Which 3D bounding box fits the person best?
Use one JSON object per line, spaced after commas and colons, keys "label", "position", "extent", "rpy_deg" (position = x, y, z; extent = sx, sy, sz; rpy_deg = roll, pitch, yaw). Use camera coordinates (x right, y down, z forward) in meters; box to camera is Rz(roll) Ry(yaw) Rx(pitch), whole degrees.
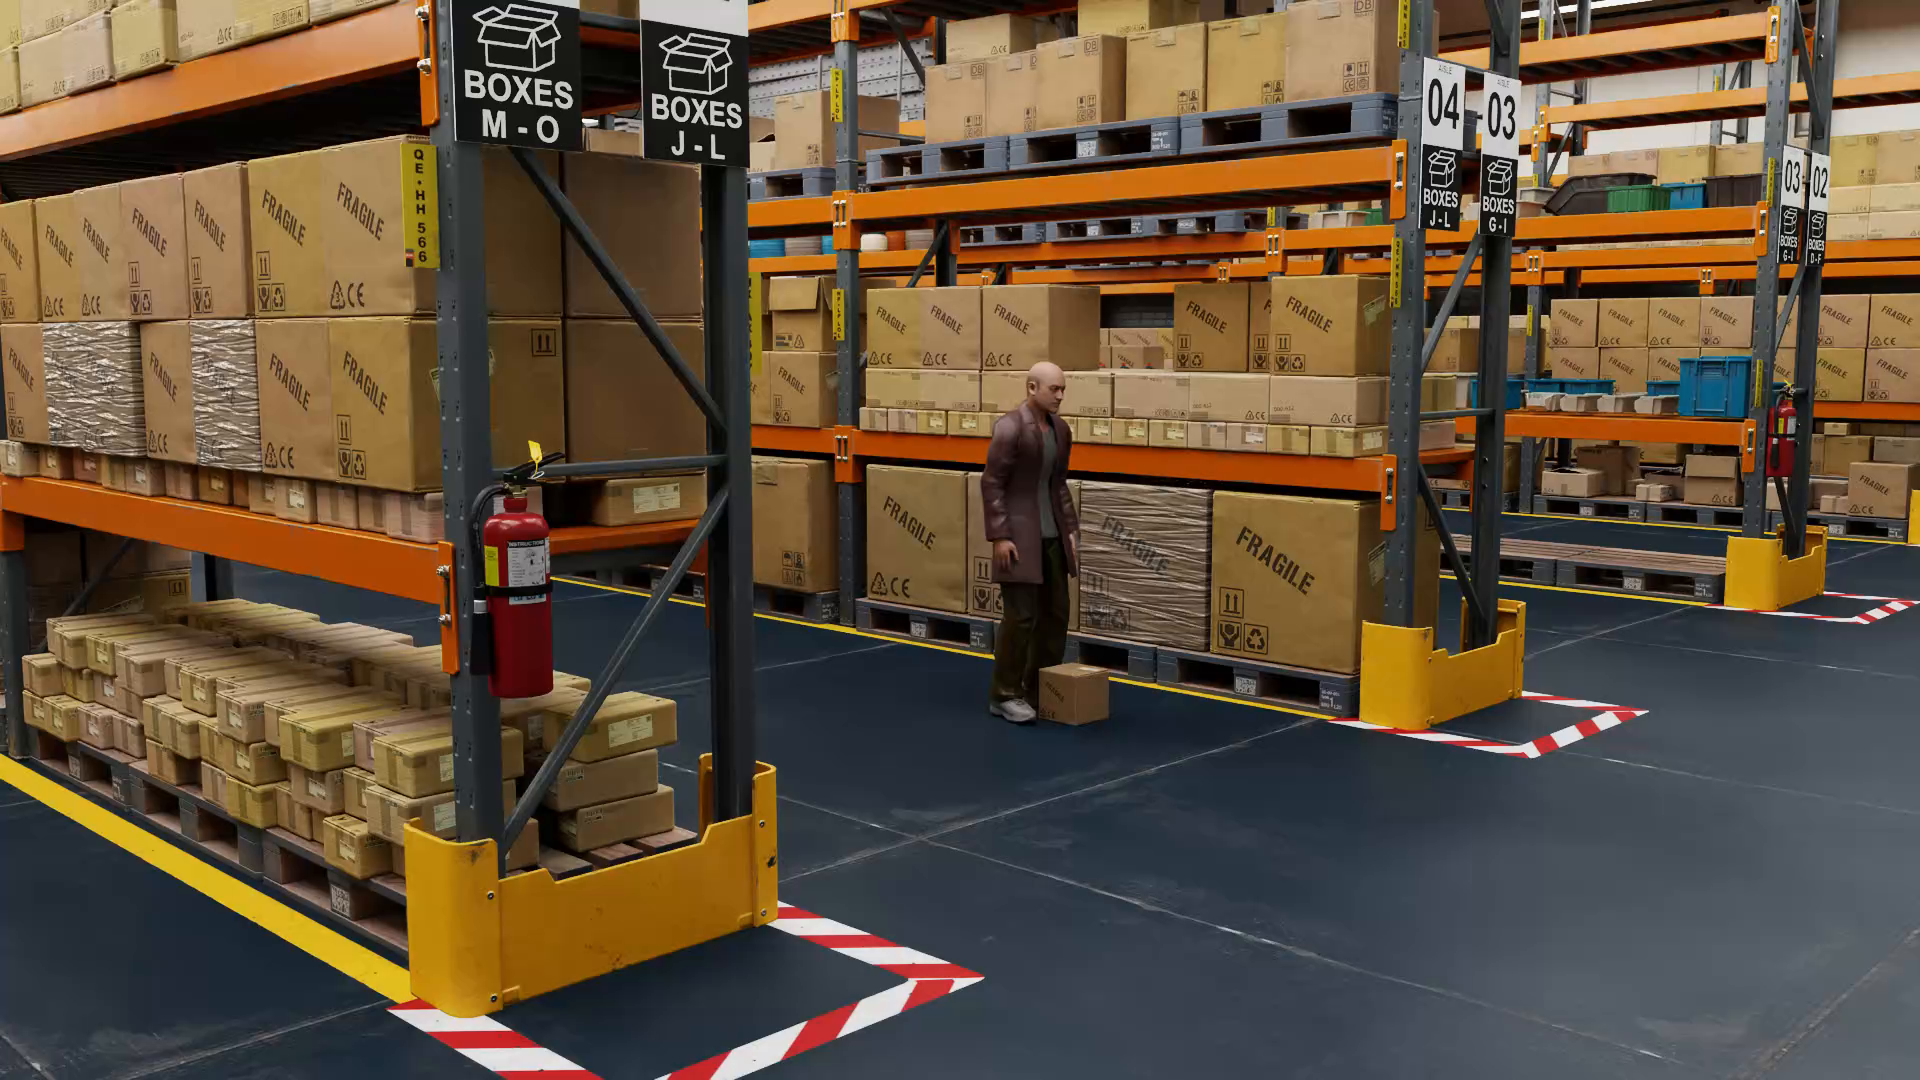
{"label": "person", "position": [0.373, -0.007, 8.369], "extent": [0.430, 1.773, 0.640], "rpy_deg": [6, 9, 43]}
